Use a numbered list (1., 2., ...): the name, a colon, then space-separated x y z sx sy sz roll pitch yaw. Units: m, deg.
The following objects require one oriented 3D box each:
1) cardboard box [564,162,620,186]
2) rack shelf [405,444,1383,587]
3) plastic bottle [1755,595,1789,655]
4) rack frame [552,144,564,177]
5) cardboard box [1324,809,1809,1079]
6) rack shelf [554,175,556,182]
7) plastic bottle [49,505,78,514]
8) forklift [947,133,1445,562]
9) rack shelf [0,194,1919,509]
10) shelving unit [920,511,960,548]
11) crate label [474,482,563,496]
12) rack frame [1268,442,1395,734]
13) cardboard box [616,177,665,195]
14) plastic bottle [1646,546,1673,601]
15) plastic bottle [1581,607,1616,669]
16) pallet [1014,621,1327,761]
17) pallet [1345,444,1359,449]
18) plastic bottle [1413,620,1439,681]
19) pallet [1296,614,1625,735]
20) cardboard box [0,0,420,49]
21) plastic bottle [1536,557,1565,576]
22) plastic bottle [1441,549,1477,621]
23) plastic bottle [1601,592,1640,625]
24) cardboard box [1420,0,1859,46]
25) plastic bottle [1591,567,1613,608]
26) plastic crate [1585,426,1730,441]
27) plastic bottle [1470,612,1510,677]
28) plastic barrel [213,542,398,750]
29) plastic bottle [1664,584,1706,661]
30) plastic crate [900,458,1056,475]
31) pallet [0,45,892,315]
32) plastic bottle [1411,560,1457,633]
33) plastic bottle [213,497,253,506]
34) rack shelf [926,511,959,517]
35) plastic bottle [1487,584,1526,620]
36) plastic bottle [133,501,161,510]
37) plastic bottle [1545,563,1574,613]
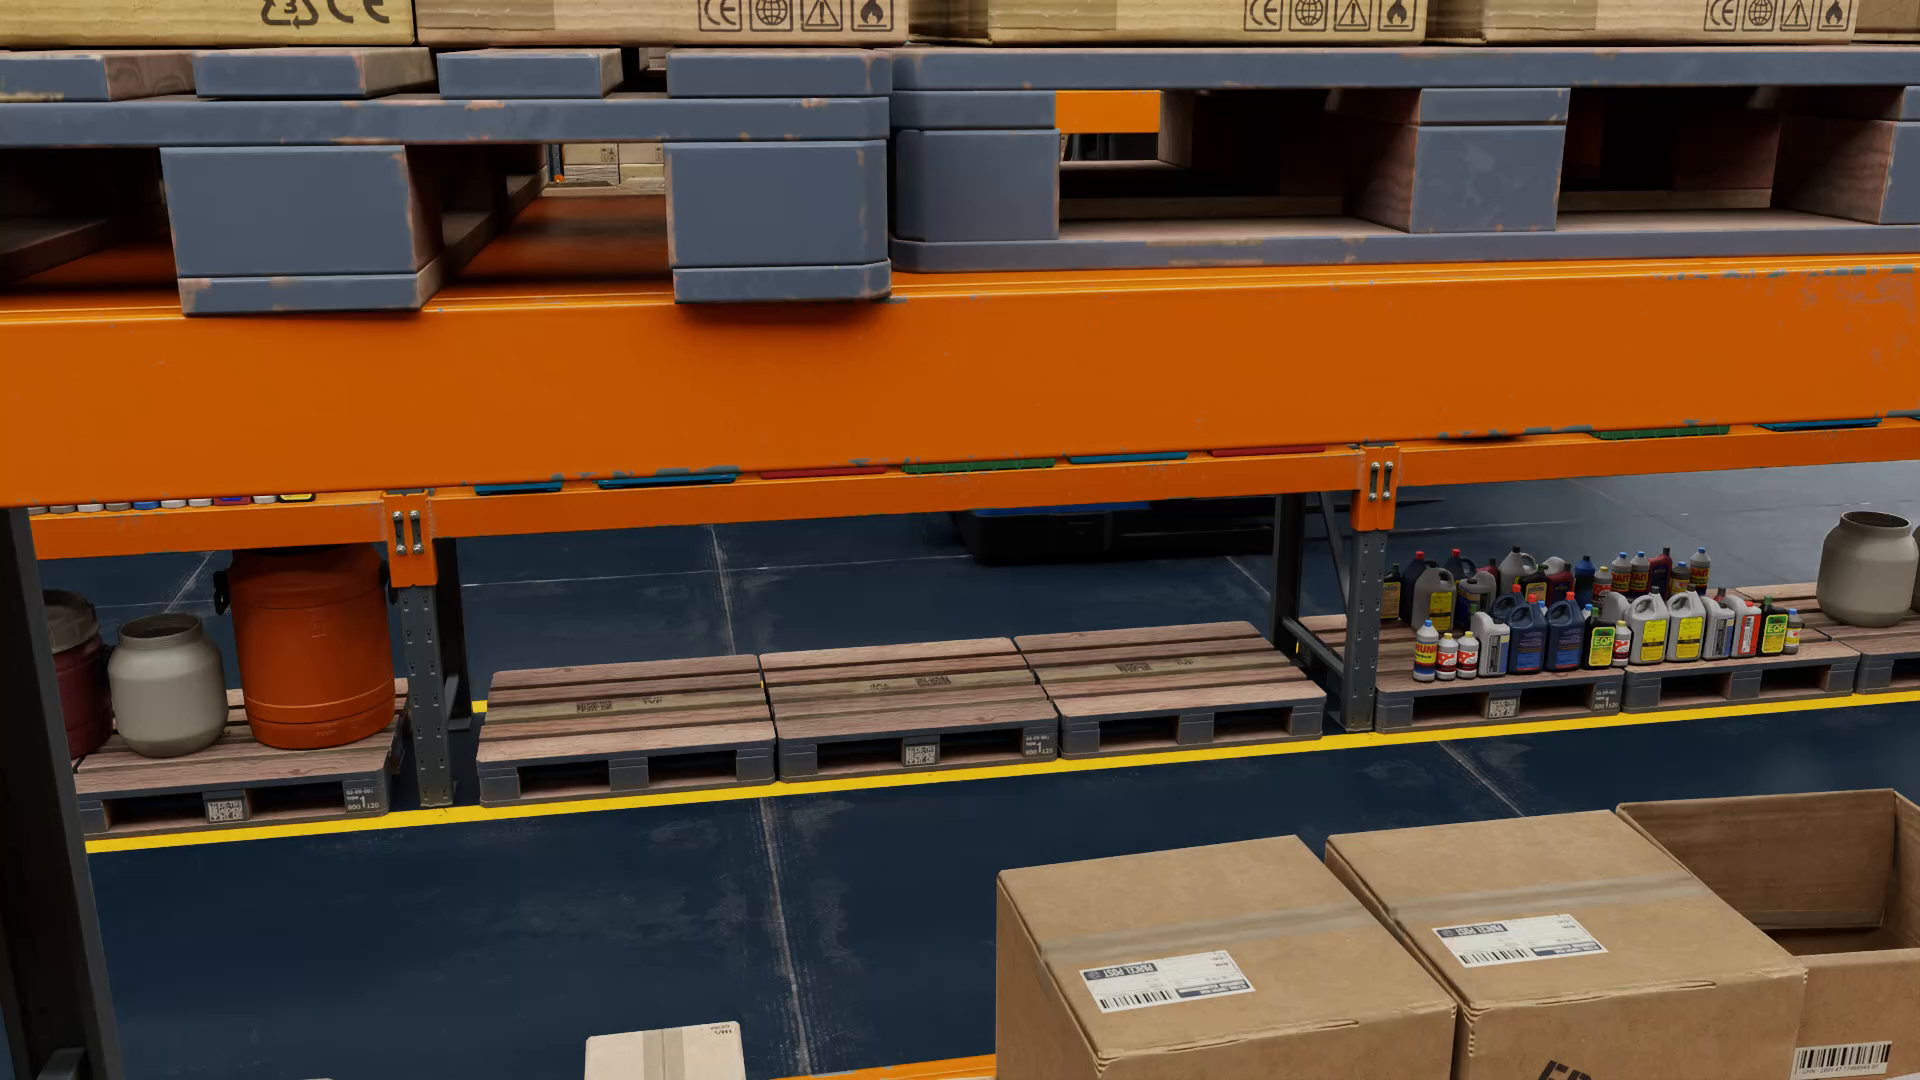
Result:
1. cardboard box: -3.512 -3.345 15.924 0.500 0.500 0.500 -3 17 -10
2. rack shelf: -0.259 -0.254 7.256 4.000 0.370 1.077 -3 17 -10
3. plastic bottle: 3.801 0.396 7.790 0.133 0.283 0.061 -3 17 -9
4. rack frame: -5.042 -4.771 20.738 0.127 3.000 1.000 -3 17 -10
5. cardboard box: 0.875 0.766 2.539 0.500 0.500 0.500 -3 17 -10
6. rack shelf: -7.006 -4.316 20.481 4.000 0.370 1.077 -3 17 -10
7. plastic bottle: -3.360 -0.205 6.209 0.097 0.201 0.097 0 17 0
8. forklift: 1.481 -1.462 10.079 3.031 2.935 1.130 -3 17 -9
9. rack shelf: 0.677 -0.354 2.137 3.809 0.124 0.919 -3 17 -10
10. shelving unit: -0.127 -0.424 10.158 0.210 0.900 0.258 -3 17 -9
11. crate label: -1.738 -0.322 6.537 0.416 0.233 0.303 -3 17 -10
12. rack frame: 1.705 -0.710 7.513 0.127 3.000 1.000 -3 17 -10
13. cardboard box: -2.110 -2.265 11.691 0.500 0.500 0.700 -1 17 -2
14. plastic bottle: 3.567 0.174 8.513 0.133 0.283 0.061 -3 17 -10
15. plastic bottle: 2.932 0.446 7.630 0.133 0.283 0.061 -2 17 -8
16. pallet: 0.941 0.678 7.744 1.213 0.211 1.003 -3 17 -10
17. pallet: 2.618 -0.921 12.951 1.213 0.211 1.003 -3 17 -10
18. plastic bottle: 2.101 0.493 7.496 0.097 0.271 0.097 0 17 0
19. pallet: 2.372 0.598 8.005 1.213 0.211 1.003 -3 17 -10
20. cardboard box: -0.852 -0.663 1.793 0.500 0.250 0.500 -5 18 -15
21. plastic bottle: 2.948 0.227 8.355 0.135 0.276 0.152 -3 17 -9
22. plastic bottle: 2.471 0.217 8.260 0.185 0.351 0.144 -4 18 -13
23. plastic bottle: 3.126 0.381 7.851 0.135 0.276 0.152 -3 17 -10
24. cardboard box: 0.752 -0.756 2.094 0.500 0.250 0.500 -5 18 -15
25. plastic bottle: 3.261 0.236 8.450 0.097 0.201 0.097 0 17 0
26. plastic crate: 3.091 -0.603 7.526 0.662 0.188 0.450 -3 17 -10
27. plastic bottle: 2.413 0.465 7.579 0.135 0.276 0.152 -3 17 -8
28. plastic barrel: -2.700 0.382 6.940 0.708 0.830 0.600 -3 17 -10
29. plastic bottle: 3.361 0.376 7.740 0.185 0.351 0.144 -3 17 -8
30. plastic crate: 0.049 -0.430 6.964 0.662 0.188 0.450 -3 17 -10
31. pallet: -0.637 -0.466 1.933 1.003 0.211 1.213 -2 17 -8
32. plastic bottle: 2.310 0.269 8.090 0.185 0.351 0.144 -3 17 -10
33. plastic bottle: -2.765 -0.273 6.290 0.133 0.283 0.061 -3 17 -10
34. rack shelf: -0.127 -0.220 10.221 0.200 0.077 0.258 -3 17 -9
35. plastic bottle: 2.549 0.379 7.730 0.185 0.351 0.144 -3 17 -10
36. plastic bottle: -3.073 -0.255 6.252 0.097 0.271 0.097 0 17 0
37. plastic bottle: 2.969 0.254 8.254 0.133 0.283 0.061 -3 17 -10
